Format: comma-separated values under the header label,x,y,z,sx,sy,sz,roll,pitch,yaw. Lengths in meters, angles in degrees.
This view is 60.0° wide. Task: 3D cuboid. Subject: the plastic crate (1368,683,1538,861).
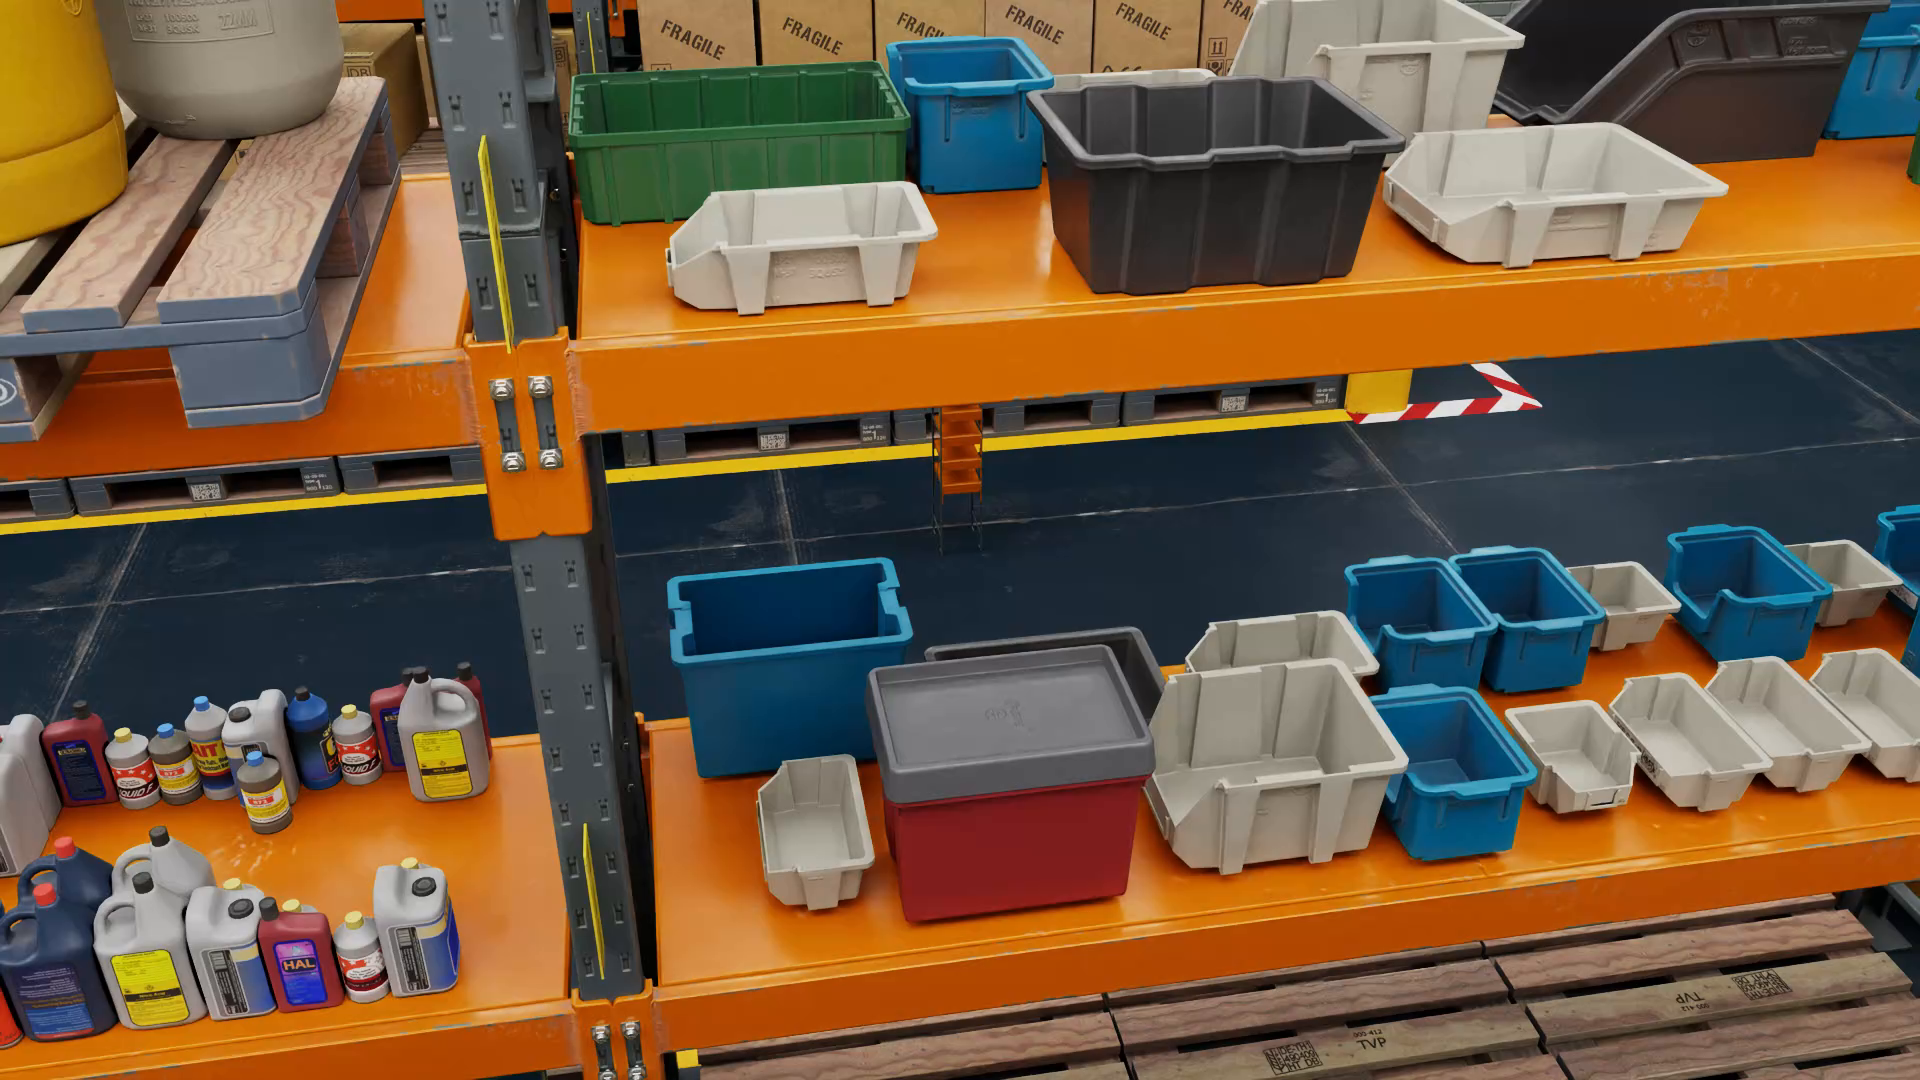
label,x,y,z,sx,sy,sz,roll,pitch,yaw
plastic crate,1.138,0.559,3.945,0.300,0.233,0.416,-5,31,-9

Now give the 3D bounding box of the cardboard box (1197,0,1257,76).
label,x,y,z,sx,sy,sz,roll,pitch,yaw
cardboard box,1.339,-2.522,7.995,0.500,0.500,0.500,-4,31,-8

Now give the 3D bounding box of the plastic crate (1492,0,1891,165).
label,x,y,z,sx,sy,sz,roll,pitch,yaw
plastic crate,1.560,-1.066,3.705,0.767,0.338,0.504,-5,31,-9

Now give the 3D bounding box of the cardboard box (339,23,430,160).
label,x,y,z,sx,sy,sz,roll,pitch,yaw
cardboard box,-2.882,-2.105,7.858,0.500,0.500,0.700,-1,30,-1

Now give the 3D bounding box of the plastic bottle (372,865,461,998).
label,x,y,z,sx,sy,sz,roll,pitch,yaw
plastic bottle,-1.152,0.814,3.529,0.135,0.276,0.152,-5,31,-9

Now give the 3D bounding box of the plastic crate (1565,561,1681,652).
label,x,y,z,sx,sy,sz,roll,pitch,yaw
plastic crate,1.812,0.194,4.662,0.298,0.136,0.250,-5,31,-9

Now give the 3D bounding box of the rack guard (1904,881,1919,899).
label,x,y,z,sx,sy,sz,roll,pitch,yaw
rack guard,3.134,1.267,5.102,0.348,0.500,1.175,-5,31,-9

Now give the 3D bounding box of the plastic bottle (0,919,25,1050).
label,x,y,z,sx,sy,sz,roll,pitch,yaw
plastic bottle,-2.007,0.893,3.394,0.135,0.276,0.152,-5,31,-9

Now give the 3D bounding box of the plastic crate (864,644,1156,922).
label,x,y,z,sx,sy,sz,roll,pitch,yaw
plastic crate,0.101,0.553,3.728,0.583,0.464,0.402,-5,31,-9

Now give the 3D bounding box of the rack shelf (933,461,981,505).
label,x,y,z,sx,sy,sz,roll,pitch,yaw
rack shelf,-0.014,-0.271,7.588,0.180,0.103,0.258,-5,31,-9

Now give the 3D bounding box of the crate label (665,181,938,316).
label,x,y,z,sx,sy,sz,roll,pitch,yaw
crate label,-0.289,-0.517,2.971,0.466,0.136,0.293,-5,31,-9

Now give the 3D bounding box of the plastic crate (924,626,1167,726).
label,x,y,z,sx,sy,sz,roll,pitch,yaw
plastic crate,0.230,0.420,4.289,0.590,0.125,0.437,-5,31,-9

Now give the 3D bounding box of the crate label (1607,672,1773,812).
label,x,y,z,sx,sy,sz,roll,pitch,yaw
crate label,1.785,0.507,4.129,0.243,0.136,0.396,-5,31,-9

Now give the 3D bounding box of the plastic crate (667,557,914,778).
label,x,y,z,sx,sy,sz,roll,pitch,yaw
plastic crate,-0.425,0.331,4.184,0.575,0.384,0.392,-5,31,-9

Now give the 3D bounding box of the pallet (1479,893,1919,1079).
label,x,y,z,sx,sy,sz,roll,pitch,yaw
pallet,2.294,1.456,5.066,1.213,0.211,1.003,-5,31,-9

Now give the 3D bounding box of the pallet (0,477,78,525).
label,x,y,z,sx,sy,sz,roll,pitch,yaw
pallet,-4.904,-0.389,8.203,1.213,0.211,1.003,-5,31,-9

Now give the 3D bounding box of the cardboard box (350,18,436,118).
label,x,y,z,sx,sy,sz,roll,pitch,yaw
cardboard box,-4.097,-3.424,12.320,0.750,0.750,0.750,-4,31,-7

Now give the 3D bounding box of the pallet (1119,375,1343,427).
label,x,y,z,sx,sy,sz,roll,pitch,yaw
pallet,1.365,-0.990,9.225,1.213,0.211,1.003,-5,31,-9

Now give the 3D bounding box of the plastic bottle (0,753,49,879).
label,x,y,z,sx,sy,sz,roll,pitch,yaw
plastic bottle,-2.230,0.629,3.843,0.135,0.276,0.152,-5,31,-9

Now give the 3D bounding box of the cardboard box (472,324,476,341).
label,x,y,z,sx,sy,sz,roll,pitch,yaw
cardboard box,-2.145,-0.831,8.236,0.500,0.500,0.500,-5,31,-9

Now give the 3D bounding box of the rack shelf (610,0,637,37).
label,x,y,z,sx,sy,sz,roll,pitch,yaw
rack shelf,-0.639,-4.249,12.726,4.000,0.370,1.077,-5,31,-9

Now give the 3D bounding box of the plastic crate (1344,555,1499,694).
label,x,y,z,sx,sy,sz,roll,pitch,yaw
plastic crate,1.220,0.250,4.471,0.300,0.233,0.416,-5,31,-9

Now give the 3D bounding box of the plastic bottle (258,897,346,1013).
label,x,y,z,sx,sy,sz,roll,pitch,yaw
plastic bottle,-1.371,0.854,3.453,0.133,0.283,0.061,-5,31,-9

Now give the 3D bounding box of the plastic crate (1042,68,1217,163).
label,x,y,z,sx,sy,sz,roll,pitch,yaw
plastic crate,0.360,-0.922,3.660,0.466,0.136,0.293,-5,31,-9

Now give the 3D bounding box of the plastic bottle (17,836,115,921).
label,x,y,z,sx,sy,sz,roll,pitch,yaw
plastic bottle,-1.875,0.776,3.519,0.185,0.351,0.144,-5,31,-9

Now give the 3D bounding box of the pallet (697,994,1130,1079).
label,x,y,z,sx,sy,sz,roll,pitch,yaw
pallet,-0.106,1.679,4.687,1.213,0.211,1.003,-5,31,-9

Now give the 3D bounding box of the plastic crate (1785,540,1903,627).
label,x,y,z,sx,sy,sz,roll,pitch,yaw
plastic crate,2.480,0.132,4.767,0.298,0.136,0.250,-5,31,-9

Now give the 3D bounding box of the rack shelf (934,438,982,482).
label,x,y,z,sx,sy,sz,roll,pitch,yaw
rack shelf,-0.014,-0.374,7.527,0.180,0.103,0.258,-5,31,-9

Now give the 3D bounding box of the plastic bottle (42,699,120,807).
label,x,y,z,sx,sy,sz,roll,pitch,yaw
plastic bottle,-2.133,0.515,4.030,0.133,0.283,0.061,-5,31,-9

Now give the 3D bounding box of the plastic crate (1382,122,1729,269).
label,x,y,z,sx,sy,sz,roll,pitch,yaw
plastic crate,1.124,-0.669,3.229,0.530,0.136,0.437,-5,31,-9

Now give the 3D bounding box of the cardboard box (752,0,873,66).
label,x,y,z,sx,sy,sz,roll,pitch,yaw
cardboard box,-0.689,-2.331,7.670,0.500,0.500,0.500,-6,31,-10

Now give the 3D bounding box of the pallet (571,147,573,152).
label,x,y,z,sx,sy,sz,roll,pitch,yaw
pallet,-3.352,-3.066,12.757,1.213,0.211,1.003,-5,31,-9

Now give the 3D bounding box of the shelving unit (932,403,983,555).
label,x,y,z,sx,sy,sz,roll,pitch,yaw
shelving unit,-0.014,-0.516,7.444,0.189,1.200,0.258,-5,31,-9

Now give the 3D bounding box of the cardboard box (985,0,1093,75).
label,x,y,z,sx,sy,sz,roll,pitch,yaw
cardboard box,0.324,-2.425,7.830,0.500,0.500,0.500,-4,31,-7

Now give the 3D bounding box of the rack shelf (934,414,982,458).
label,x,y,z,sx,sy,sz,roll,pitch,yaw
rack shelf,-0.014,-0.478,7.466,0.180,0.103,0.258,-5,31,-9

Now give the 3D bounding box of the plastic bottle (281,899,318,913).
label,x,y,z,sx,sy,sz,roll,pitch,yaw
plastic bottle,-1.403,0.852,3.538,0.097,0.201,0.097,0,30,0

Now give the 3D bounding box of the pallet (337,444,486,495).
label,x,y,z,sx,sy,sz,roll,pitch,yaw
pallet,-2.504,-0.612,8.582,1.213,0.211,1.003,-5,31,-9

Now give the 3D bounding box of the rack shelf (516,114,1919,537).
label,x,y,z,sx,sy,sz,roll,pitch,yaw
rack shelf,1.145,-0.602,3.566,4.000,0.370,1.077,-5,31,-9

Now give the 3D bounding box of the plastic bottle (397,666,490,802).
label,x,y,z,sx,sy,sz,roll,pitch,yaw
plastic bottle,-1.267,0.459,4.060,0.185,0.351,0.144,-5,31,-9

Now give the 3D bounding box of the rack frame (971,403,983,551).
label,x,y,z,sx,sy,sz,roll,pitch,yaw
rack frame,0.076,-0.524,7.458,0.006,1.200,0.240,-5,31,-9

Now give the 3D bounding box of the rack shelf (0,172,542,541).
label,x,y,z,sx,sy,sz,roll,pitch,yaw
rack shelf,-2.790,-0.237,2.945,4.000,0.370,1.077,-5,31,-9

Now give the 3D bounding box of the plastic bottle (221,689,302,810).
label,x,y,z,sx,sy,sz,roll,pitch,yaw
plastic bottle,-1.706,0.502,4.059,0.135,0.276,0.152,-5,31,-9

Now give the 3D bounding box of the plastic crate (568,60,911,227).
label,x,y,z,sx,sy,sz,roll,pitch,yaw
plastic crate,-0.460,-0.828,3.449,0.662,0.188,0.450,-5,31,-9

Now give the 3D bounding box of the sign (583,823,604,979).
label,x,y,z,sx,sy,sz,roll,pitch,yaw
sign,-0.725,0.718,3.296,0.005,0.325,0.100,-5,31,-9

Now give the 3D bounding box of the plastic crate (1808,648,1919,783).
label,x,y,z,sx,sy,sz,roll,pitch,yaw
plastic crate,2.343,0.450,4.226,0.243,0.136,0.396,-5,31,-9

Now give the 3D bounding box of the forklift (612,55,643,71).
label,x,y,z,sx,sy,sz,roll,pitch,yaw
forklift,-1.925,-2.816,9.648,3.031,2.935,1.130,-3,31,-6

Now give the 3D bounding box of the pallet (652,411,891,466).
label,x,y,z,sx,sy,sz,roll,pitch,yaw
pallet,-1.035,-0.767,8.846,1.213,0.211,1.003,-5,31,-9

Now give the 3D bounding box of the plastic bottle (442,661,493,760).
label,x,y,z,sx,sy,sz,roll,pitch,yaw
plastic bottle,-1.260,0.434,4.167,0.133,0.283,0.061,-5,31,-9

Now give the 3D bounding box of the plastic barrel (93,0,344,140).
label,x,y,z,sx,sy,sz,roll,pitch,yaw
plastic barrel,-1.385,-1.047,3.063,0.433,0.535,0.433,0,30,0

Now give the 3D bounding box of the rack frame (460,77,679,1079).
label,x,y,z,sx,sy,sz,roll,pitch,yaw
rack frame,-0.822,0.563,3.833,0.127,3.000,1.000,-5,31,-9

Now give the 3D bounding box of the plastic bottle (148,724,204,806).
label,x,y,z,sx,sy,sz,roll,pitch,yaw
plastic bottle,-1.921,0.540,4.068,0.097,0.201,0.097,0,30,0

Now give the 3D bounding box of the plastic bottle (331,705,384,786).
label,x,y,z,sx,sy,sz,roll,pitch,yaw
plastic bottle,-1.501,0.501,4.134,0.097,0.201,0.097,0,30,0

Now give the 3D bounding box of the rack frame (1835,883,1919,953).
label,x,y,z,sx,sy,sz,roll,pitch,yaw
rack frame,3.112,0.198,4.454,0.127,3.000,1.000,-5,31,-9

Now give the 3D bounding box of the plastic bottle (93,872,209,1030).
label,x,y,z,sx,sy,sz,roll,pitch,yaw
plastic bottle,-1.668,0.831,3.425,0.185,0.351,0.144,-5,31,-9
